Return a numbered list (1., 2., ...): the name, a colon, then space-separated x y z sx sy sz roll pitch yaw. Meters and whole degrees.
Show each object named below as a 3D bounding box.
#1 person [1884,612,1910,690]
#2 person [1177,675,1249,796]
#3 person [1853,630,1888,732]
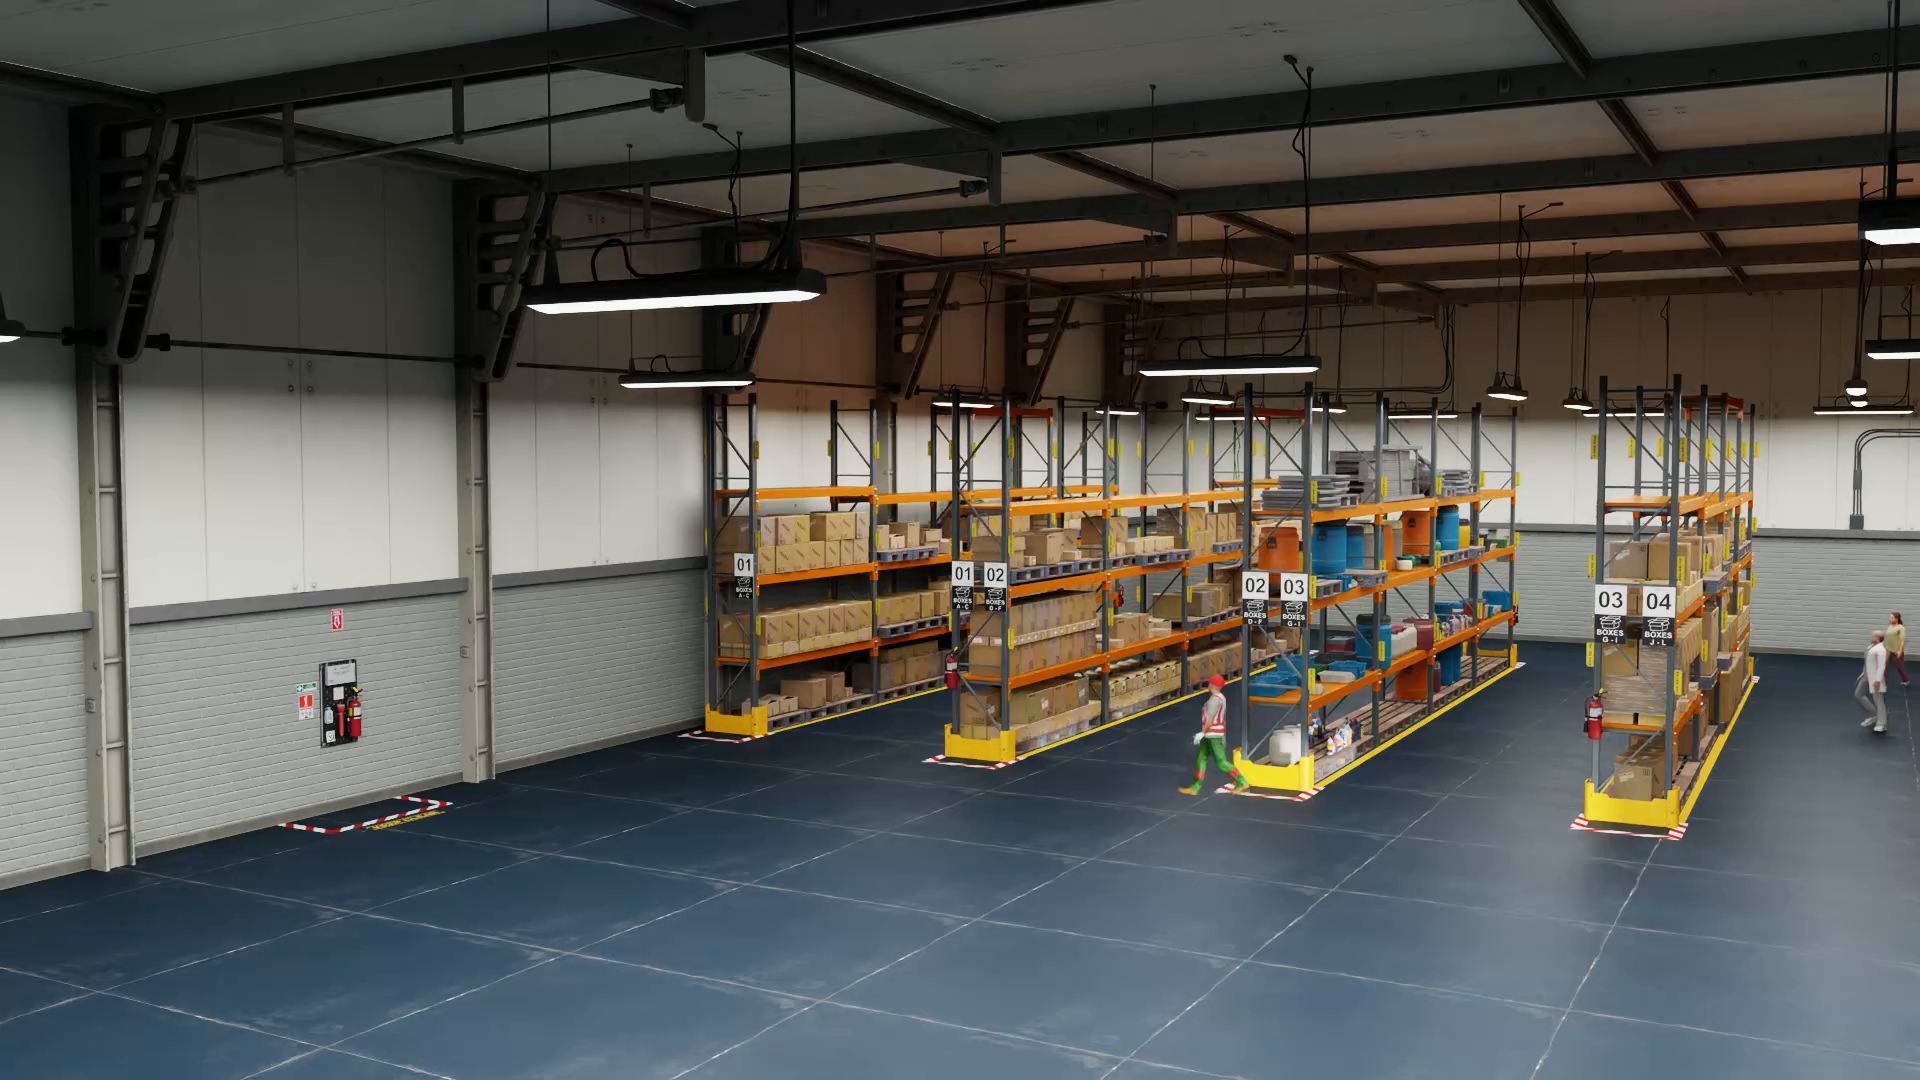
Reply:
1. person: 19.538 2.311 34.742 0.976 1.619 0.460 -2 4 -37
2. person: 3.658 2.829 23.999 1.017 1.762 0.509 0 3 2
3. person: 16.342 2.496 29.718 0.472 1.779 0.709 0 3 -1
